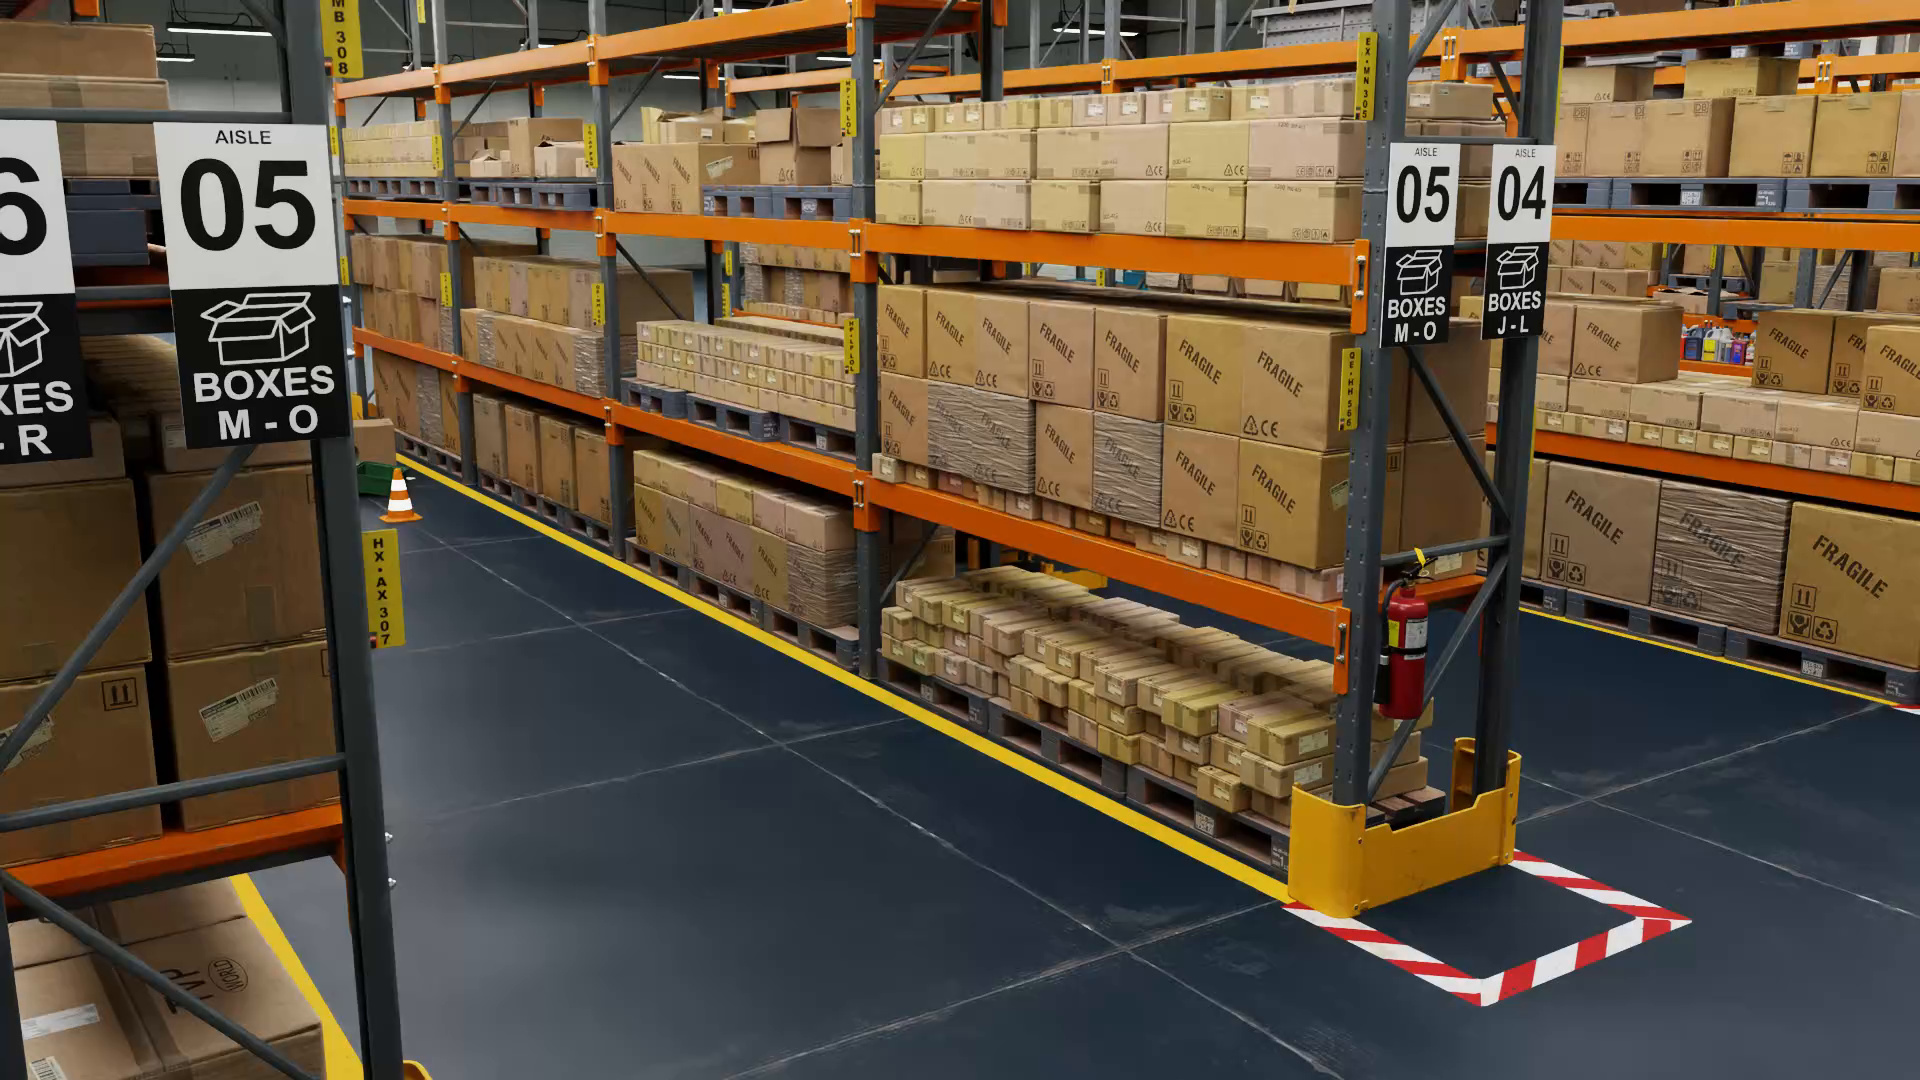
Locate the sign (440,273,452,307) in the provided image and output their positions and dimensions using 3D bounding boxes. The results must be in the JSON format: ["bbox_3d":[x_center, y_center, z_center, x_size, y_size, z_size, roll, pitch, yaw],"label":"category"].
[{"bbox_3d":[-5.079,-2.473,16.439,0.100,0.325,0.005,-8,15,-33],"label":"sign"}]

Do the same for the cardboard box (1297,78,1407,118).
[{"bbox_3d":[1.602,-1.799,6.793,0.380,0.149,0.250,-8,15,-33],"label":"cardboard box"}]

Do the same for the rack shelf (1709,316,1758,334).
[{"bbox_3d":[11.141,-2.400,20.000,1.077,0.370,4.000,-8,15,-33],"label":"rack shelf"}]

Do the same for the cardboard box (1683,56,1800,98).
[{"bbox_3d":[5.105,-3.008,10.866,0.500,0.250,0.500,-9,15,-35],"label":"cardboard box"}]

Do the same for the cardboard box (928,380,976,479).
[{"bbox_3d":[0.160,-0.644,9.355,0.500,0.500,0.500,-8,15,-33],"label":"cardboard box"}]

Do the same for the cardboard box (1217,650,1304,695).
[{"bbox_3d":[1.532,0.691,8.478,0.380,0.149,0.250,-9,15,-36],"label":"cardboard box"}]

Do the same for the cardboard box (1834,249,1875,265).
[{"bbox_3d":[13.554,-4.137,24.993,0.700,0.500,0.500,-10,16,-38],"label":"cardboard box"}]

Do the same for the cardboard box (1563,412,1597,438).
[{"bbox_3d":[4.468,-0.824,11.695,0.380,0.149,0.250,-8,15,-34],"label":"cardboard box"}]

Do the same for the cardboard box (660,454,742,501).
[{"bbox_3d":[-1.940,-0.475,12.626,0.500,0.250,0.500,-8,15,-33],"label":"cardboard box"}]

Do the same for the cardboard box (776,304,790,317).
[{"bbox_3d":[-2.152,-2.976,21.538,0.380,0.149,0.250,-8,15,-33],"label":"cardboard box"}]

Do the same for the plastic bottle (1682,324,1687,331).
[{"bbox_3d":[7.501,-2.105,17.266,0.097,0.271,0.097,0,12,0],"label":"plastic bottle"}]

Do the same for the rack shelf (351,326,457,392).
[{"bbox_3d":[-5.726,-2.082,18.545,1.077,0.370,4.000,-8,15,-33],"label":"rack shelf"}]

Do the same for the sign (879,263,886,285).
[{"bbox_3d":[-0.880,-3.004,19.051,0.100,0.325,0.005,-8,15,-33],"label":"sign"}]

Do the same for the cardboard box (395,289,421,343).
[{"bbox_3d":[-5.734,-2.503,18.433,0.875,0.550,0.500,-8,15,-33],"label":"cardboard box"}]

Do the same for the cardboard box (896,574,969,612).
[{"bbox_3d":[-0.167,0.328,10.139,0.380,0.149,0.250,-7,14,-30],"label":"cardboard box"}]

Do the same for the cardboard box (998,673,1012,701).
[{"bbox_3d":[0.438,0.804,9.355,0.380,0.149,0.250,-9,15,-35],"label":"cardboard box"}]

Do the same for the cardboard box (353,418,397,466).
[{"bbox_3d":[-6.332,-1.012,17.815,0.500,0.500,0.500,-5,13,-23],"label":"cardboard box"}]

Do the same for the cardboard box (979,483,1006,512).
[{"bbox_3d":[0.327,-0.263,9.131,0.380,0.149,0.250,-8,15,-32],"label":"cardboard box"}]

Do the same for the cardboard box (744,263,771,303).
[{"bbox_3d":[-2.367,-3.451,22.192,0.875,0.500,0.500,-8,15,-33],"label":"cardboard box"}]

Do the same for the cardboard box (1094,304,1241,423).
[{"bbox_3d":[0.994,-0.860,8.000,0.500,0.500,0.500,-7,14,-30],"label":"cardboard box"}]

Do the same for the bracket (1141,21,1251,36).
[{"bbox_3d":[5.543,-11.344,36.747,0.076,0.066,4.783,-8,15,-33],"label":"bracket"}]

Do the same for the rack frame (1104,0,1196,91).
[{"bbox_3d":[1.784,-4.866,15.550,1.000,3.000,0.127,-8,15,-33],"label":"rack frame"}]

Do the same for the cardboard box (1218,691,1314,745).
[{"bbox_3d":[1.436,0.838,7.807,0.380,0.149,0.250,-8,15,-32],"label":"cardboard box"}]

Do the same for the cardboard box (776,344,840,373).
[{"bbox_3d":[-1.007,-1.217,11.117,0.380,0.149,0.250,-8,15,-33],"label":"cardboard box"}]

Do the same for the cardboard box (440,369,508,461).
[{"bbox_3d":[-4.908,-1.365,17.573,0.875,0.875,0.875,-8,15,-32],"label":"cardboard box"}]

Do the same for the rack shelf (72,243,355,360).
[{"bbox_3d":[-3.142,-0.809,5.704,1.077,0.370,4.000,-8,15,-33],"label":"rack shelf"}]

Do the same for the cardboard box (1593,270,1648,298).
[{"bbox_3d":[9.090,-3.453,22.894,0.500,0.500,0.500,-9,15,-36],"label":"cardboard box"}]

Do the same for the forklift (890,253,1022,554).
[{"bbox_3d":[-0.036,-1.578,14.716,1.130,2.935,3.031,-1,12,-6],"label":"forklift"}]

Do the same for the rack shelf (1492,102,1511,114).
[{"bbox_3d":[8.925,-5.847,22.655,1.077,0.370,4.000,-8,15,-33],"label":"rack shelf"}]

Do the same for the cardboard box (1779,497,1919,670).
[{"bbox_3d":[5.795,0.216,10.344,0.875,0.875,0.875,-8,15,-33],"label":"cardboard box"}]

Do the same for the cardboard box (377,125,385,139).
[{"bbox_3d":[-6.068,-4.407,17.974,0.380,0.149,0.250,-8,15,-32],"label":"cardboard box"}]

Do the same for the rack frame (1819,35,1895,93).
[{"bbox_3d":[8.123,-4.741,14.977,1.000,3.000,0.127,-8,15,-33],"label":"rack frame"}]

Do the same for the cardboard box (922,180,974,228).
[{"bbox_3d":[0.137,-1.845,9.109,0.500,0.250,0.500,-8,15,-34],"label":"cardboard box"}]

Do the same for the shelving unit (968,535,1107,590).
[{"bbox_3d":[0.593,-0.436,12.845,0.587,1.500,1.083,-8,15,-32],"label":"shelving unit"}]

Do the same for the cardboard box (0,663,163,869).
[{"bbox_3d":[-2.521,0.557,4.559,0.500,0.500,0.500,-8,15,-32],"label":"cardboard box"}]

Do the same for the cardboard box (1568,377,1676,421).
[{"bbox_3d":[4.605,-1.001,11.572,0.500,0.250,0.500,-8,14,-31],"label":"cardboard box"}]

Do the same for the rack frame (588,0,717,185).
[{"bbox_3d":[-2.401,-4.297,12.947,1.000,3.000,0.127,-8,15,-33],"label":"rack frame"}]

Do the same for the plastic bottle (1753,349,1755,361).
[{"bbox_3d":[7.636,-1.781,15.777,0.152,0.276,0.135,-8,15,-33],"label":"plastic bottle"}]

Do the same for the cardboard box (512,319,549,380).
[{"bbox_3d":[-3.714,-1.732,15.026,0.500,0.500,0.500,-8,15,-32],"label":"cardboard box"}]

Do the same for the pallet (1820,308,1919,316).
[{"bbox_3d":[11.114,-2.668,19.991,1.003,0.211,1.213,-8,15,-33],"label":"pallet"}]

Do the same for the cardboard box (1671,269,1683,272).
[{"bbox_3d":[11.857,-4.451,27.999,0.500,0.250,0.500,-8,15,-32],"label":"cardboard box"}]

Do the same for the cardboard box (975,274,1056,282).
[{"bbox_3d":[0.605,-2.605,18.028,0.797,0.503,0.637,-6,14,-27],"label":"cardboard box"}]

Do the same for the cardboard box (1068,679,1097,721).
[{"bbox_3d":[0.788,0.808,8.639,0.380,0.149,0.250,-7,14,-30],"label":"cardboard box"}]

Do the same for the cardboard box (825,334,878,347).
[{"bbox_3d":[-0.738,-1.382,11.874,0.380,0.149,0.250,-7,14,-31],"label":"cardboard box"}]

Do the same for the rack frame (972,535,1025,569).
[{"bbox_3d":[0.311,-0.529,13.268,0.500,1.500,0.032,-8,15,-32],"label":"rack frame"}]

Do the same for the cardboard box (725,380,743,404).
[{"bbox_3d":[-1.442,-1.063,11.807,0.380,0.149,0.250,-9,15,-35],"label":"cardboard box"}]

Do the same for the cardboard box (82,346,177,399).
[{"bbox_3d":[-3.010,-0.611,6.043,0.380,0.149,0.250,-8,15,-33],"label":"cardboard box"}]

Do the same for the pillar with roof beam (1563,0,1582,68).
[{"bbox_3d":[7.246,-7.516,27.668,9.100,9.000,0.548,-8,15,-33],"label":"pillar with roof beam"}]

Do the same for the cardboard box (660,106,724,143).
[{"bbox_3d":[-1.947,-3.017,12.092,0.396,0.266,0.258,-8,15,-33],"label":"cardboard box"}]

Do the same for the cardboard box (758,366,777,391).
[{"bbox_3d":[-1.150,-1.116,11.351,0.380,0.149,0.250,-9,15,-36],"label":"cardboard box"}]

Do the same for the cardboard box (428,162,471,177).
[{"bbox_3d":[-5.085,-3.701,16.615,0.380,0.149,0.250,-8,15,-33],"label":"cardboard box"}]

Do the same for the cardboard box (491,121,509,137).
[{"bbox_3d":[-4.536,-4.169,16.887,0.380,0.149,0.250,-8,15,-32],"label":"cardboard box"}]

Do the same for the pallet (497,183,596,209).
[{"bbox_3d":[-3.424,-3.046,14.691,1.003,0.211,1.213,-7,14,-30],"label":"pallet"}]

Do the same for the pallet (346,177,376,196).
[{"bbox_3d":[-6.414,-4.080,19.186,1.003,0.211,1.213,-8,15,-33],"label":"pallet"}]

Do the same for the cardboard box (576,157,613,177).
[{"bbox_3d":[-2.916,-3.052,13.605,0.380,0.166,0.250,-8,15,-33],"label":"cardboard box"}]

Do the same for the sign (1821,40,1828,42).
[{"bbox_3d":[7.664,-4.574,14.704,0.100,0.325,0.005,-8,15,-33],"label":"sign"}]

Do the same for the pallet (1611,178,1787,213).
[{"bbox_3d":[5.117,-2.283,10.964,1.003,0.211,1.213,-8,15,-33],"label":"pallet"}]

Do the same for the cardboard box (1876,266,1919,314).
[{"bbox_3d":[11.219,-2.957,19.644,0.500,0.500,0.700,11,16,41],"label":"cardboard box"}]

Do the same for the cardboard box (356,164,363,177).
[{"bbox_3d":[-6.630,-4.197,18.882,0.380,0.149,0.250,-8,15,-33],"label":"cardboard box"}]

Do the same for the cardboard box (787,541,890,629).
[{"bbox_3d":[-0.805,0.259,11.023,0.500,0.500,0.500,-8,15,-34],"label":"cardboard box"}]
